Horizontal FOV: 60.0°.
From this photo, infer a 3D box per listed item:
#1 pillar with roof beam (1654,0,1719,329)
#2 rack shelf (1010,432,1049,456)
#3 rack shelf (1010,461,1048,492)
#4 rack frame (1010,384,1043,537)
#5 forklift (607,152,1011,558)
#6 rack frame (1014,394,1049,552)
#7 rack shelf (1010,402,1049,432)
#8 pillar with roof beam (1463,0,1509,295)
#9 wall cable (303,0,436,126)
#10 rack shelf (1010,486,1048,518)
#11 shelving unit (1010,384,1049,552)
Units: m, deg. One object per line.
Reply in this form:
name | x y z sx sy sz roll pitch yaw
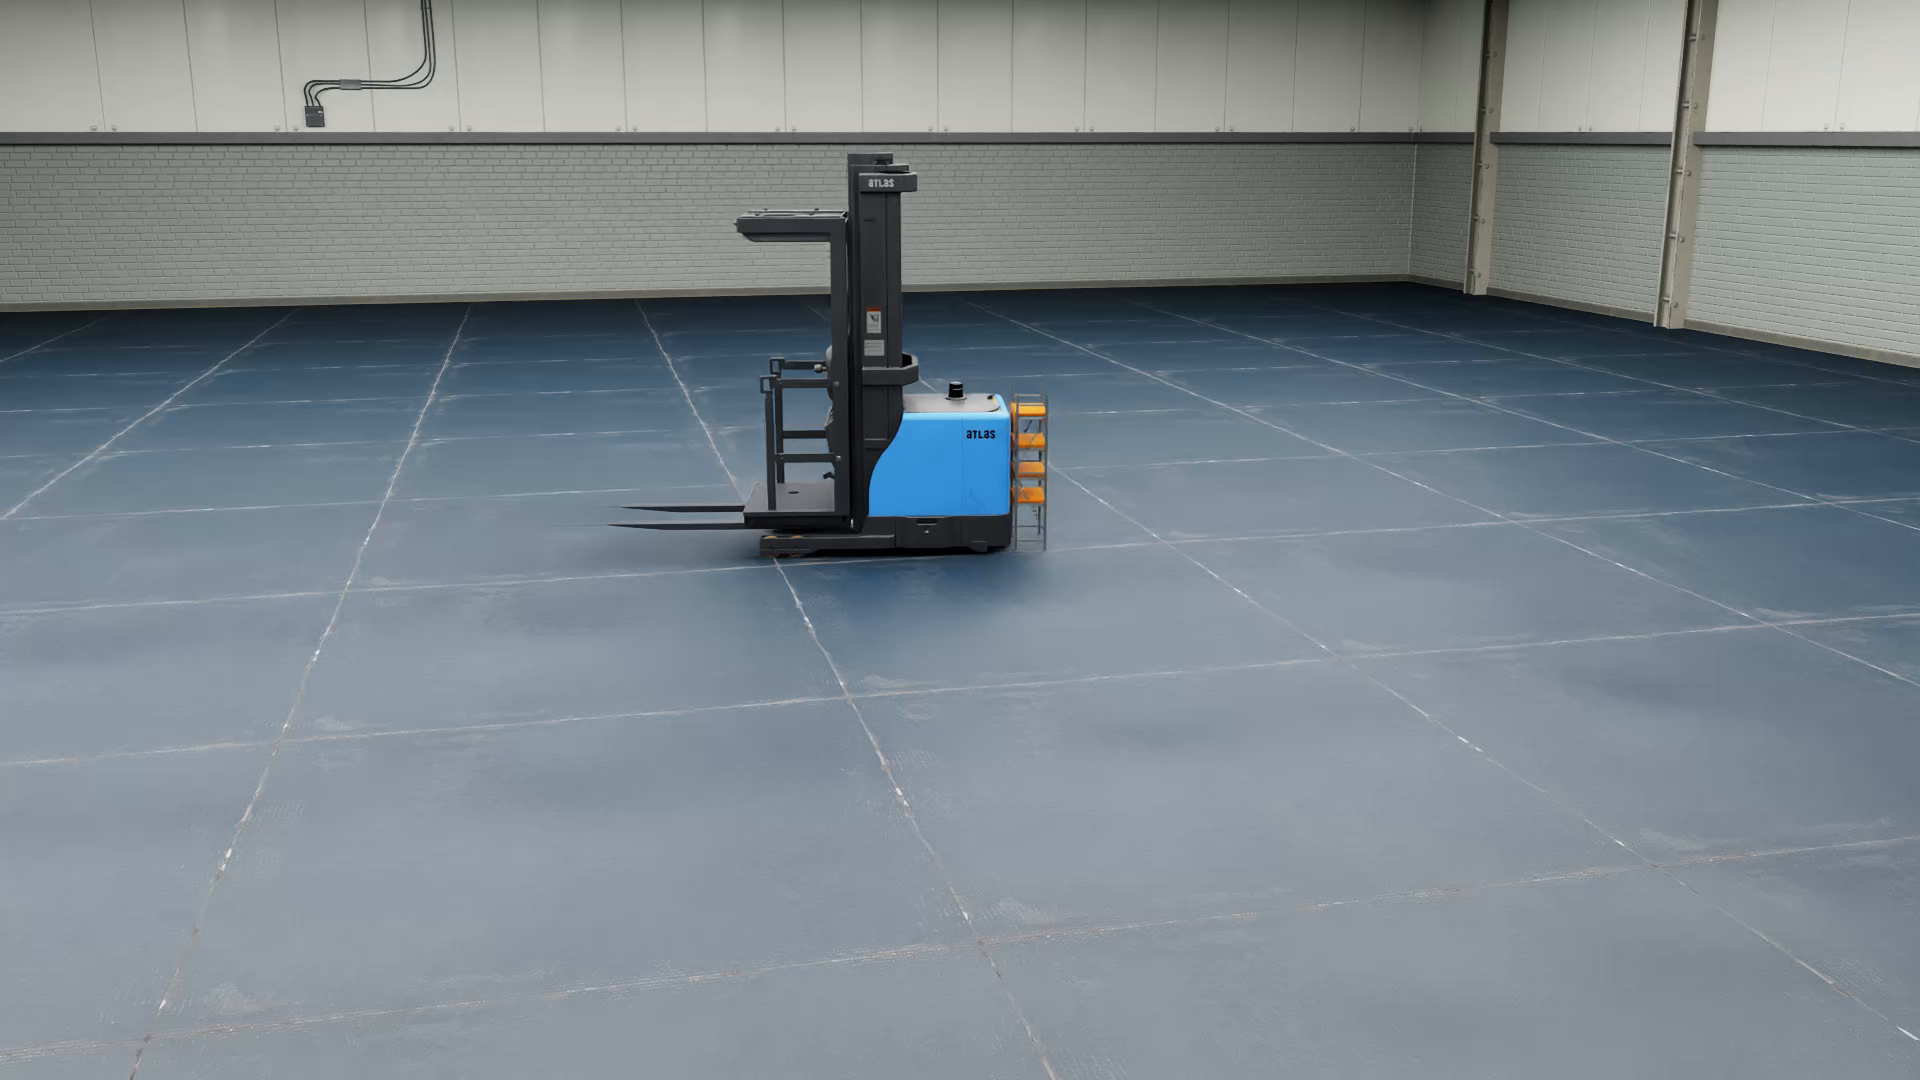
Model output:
pillar with roof beam | 7.403 -7.611 25.121 9.100 9.000 0.400 -3 14 -13
rack shelf | 0.523 -0.704 12.619 0.258 0.148 0.480 0 14 -2
rack shelf | 0.522 -0.487 12.672 0.258 0.148 0.480 0 14 -2
rack frame | 0.513 -0.610 12.893 0.240 1.200 0.015 0 14 -2
forklift | -1.147 -1.417 12.551 3.031 2.935 1.130 -1 14 -2
rack frame | 0.532 -0.494 12.419 0.240 1.200 0.015 0 14 -2
rack shelf | 0.524 -0.934 12.563 0.258 0.148 0.480 0 14 -2
pillar with roof beam | 5.994 -8.996 30.786 9.100 9.000 0.400 -3 14 -13
wall cable | -10.616 -10.411 29.413 2.305 6.003 0.169 -3 14 -13
rack shelf | 0.521 -0.294 12.719 0.258 0.148 0.480 0 14 -2
shelving unit | 0.522 -0.552 12.656 0.258 1.200 0.503 0 14 -2
